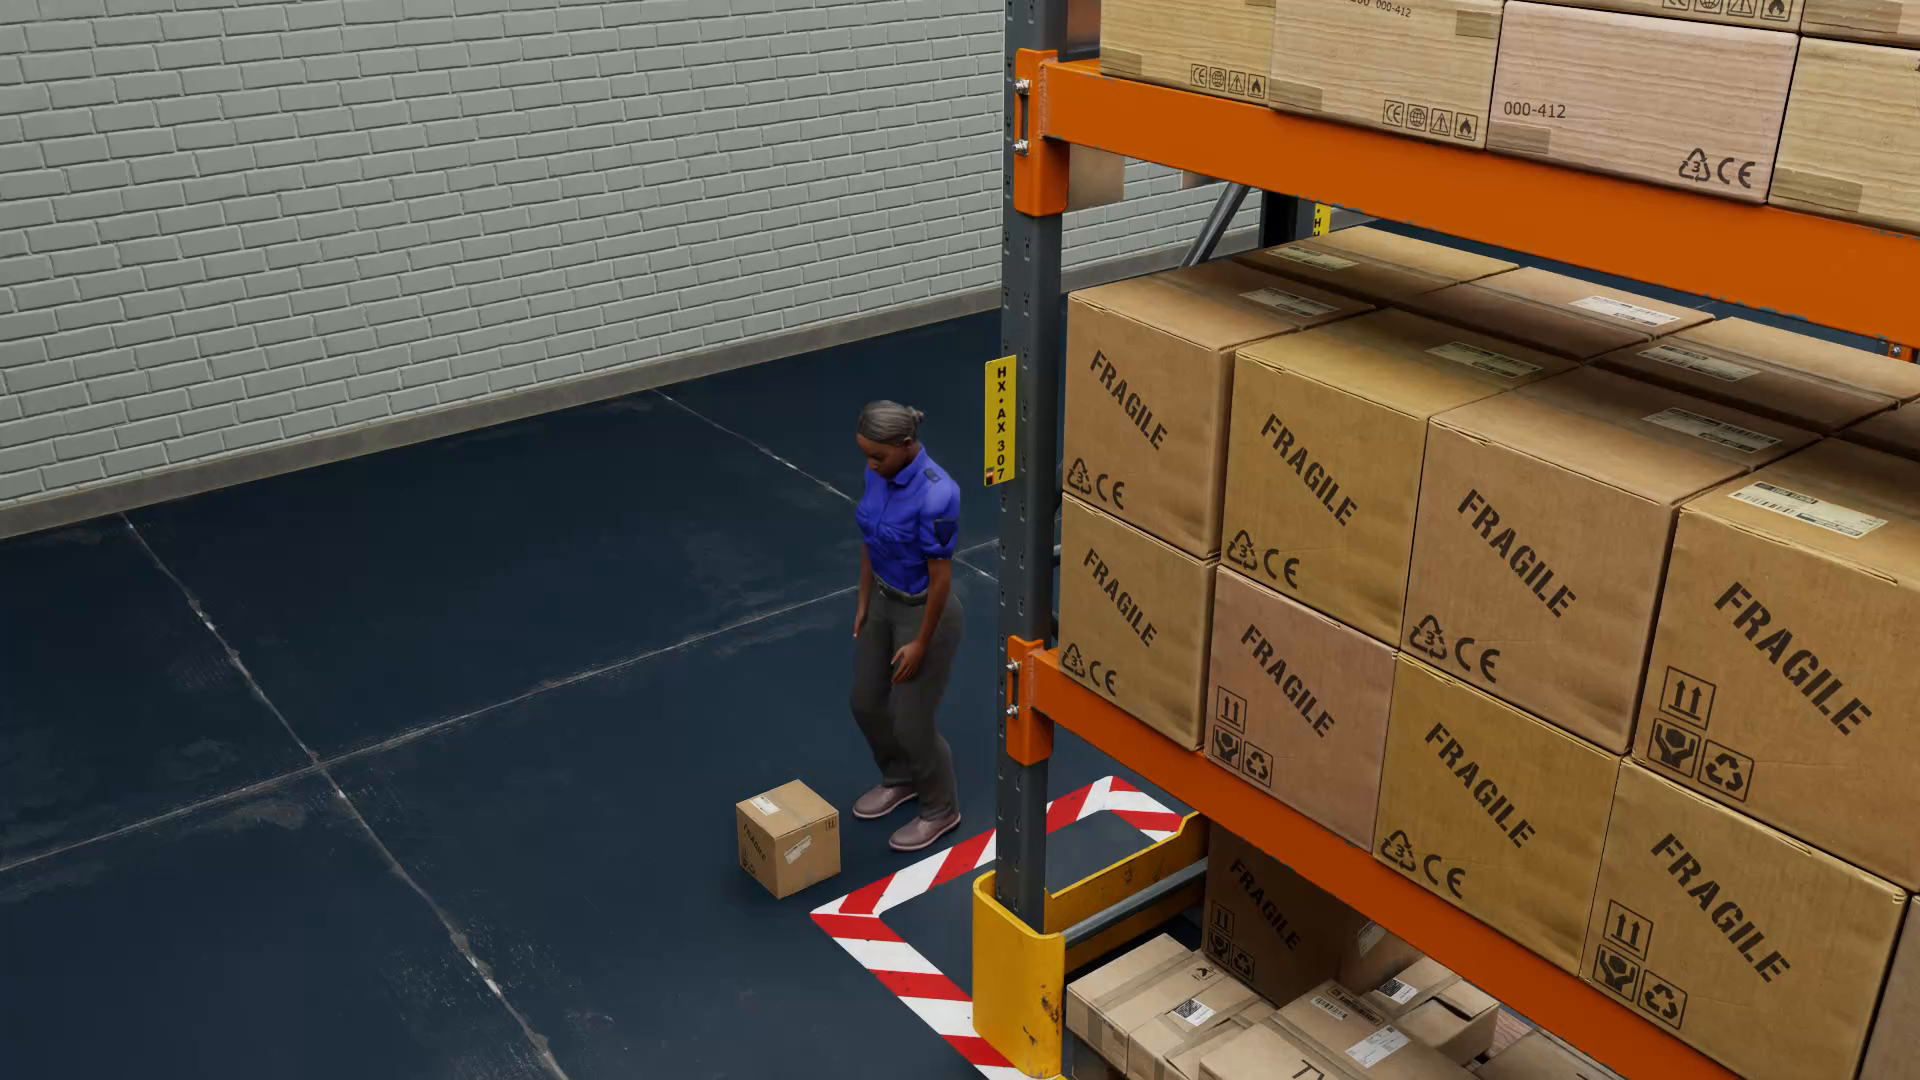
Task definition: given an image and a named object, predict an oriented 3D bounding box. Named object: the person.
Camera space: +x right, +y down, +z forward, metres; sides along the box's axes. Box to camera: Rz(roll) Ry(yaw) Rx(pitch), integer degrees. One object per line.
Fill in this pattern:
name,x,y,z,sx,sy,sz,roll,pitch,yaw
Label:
person,-0.173,0.279,5.574,0.361,1.618,0.453,-17,30,-33
